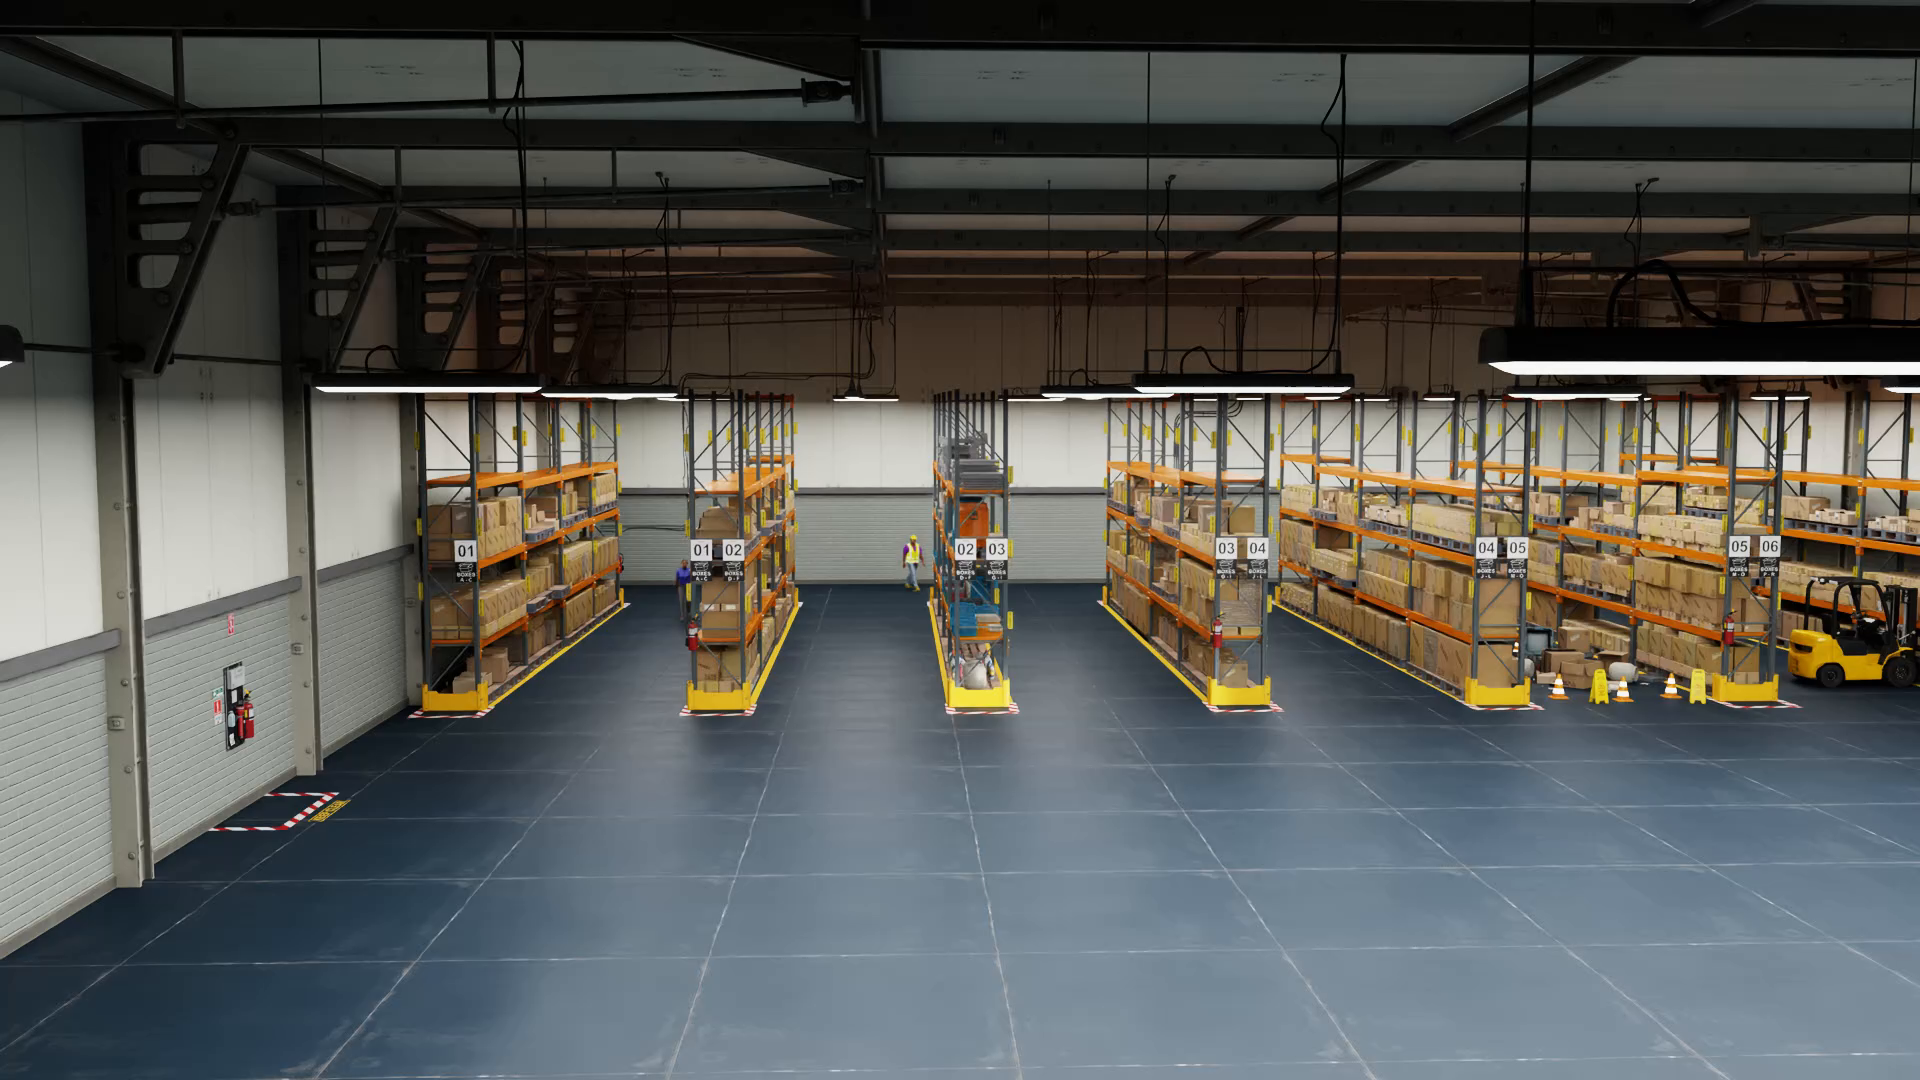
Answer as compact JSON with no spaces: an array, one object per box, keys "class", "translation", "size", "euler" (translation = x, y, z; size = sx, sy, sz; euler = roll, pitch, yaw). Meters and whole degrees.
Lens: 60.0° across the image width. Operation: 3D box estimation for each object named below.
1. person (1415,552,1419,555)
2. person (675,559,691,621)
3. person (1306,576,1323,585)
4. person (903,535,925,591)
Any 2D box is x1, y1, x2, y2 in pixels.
[{"class":"person","translation":[12.301,1.173,44.988],"size":[0.592,1.765,0.470],"euler":[-4,6,-42]},{"class":"person","translation":[-7.312,1.312,44.170],"size":[0.522,1.583,1.009],"euler":[0,5,-6]},{"class":"person","translation":[10.706,0.802,50.148],"size":[0.689,1.638,0.510],"euler":[-2,5,-22]},{"class":"person","translation":[-1.416,0.697,50.991],"size":[0.574,1.707,1.121],"euler":[-3,6,-36]}]
